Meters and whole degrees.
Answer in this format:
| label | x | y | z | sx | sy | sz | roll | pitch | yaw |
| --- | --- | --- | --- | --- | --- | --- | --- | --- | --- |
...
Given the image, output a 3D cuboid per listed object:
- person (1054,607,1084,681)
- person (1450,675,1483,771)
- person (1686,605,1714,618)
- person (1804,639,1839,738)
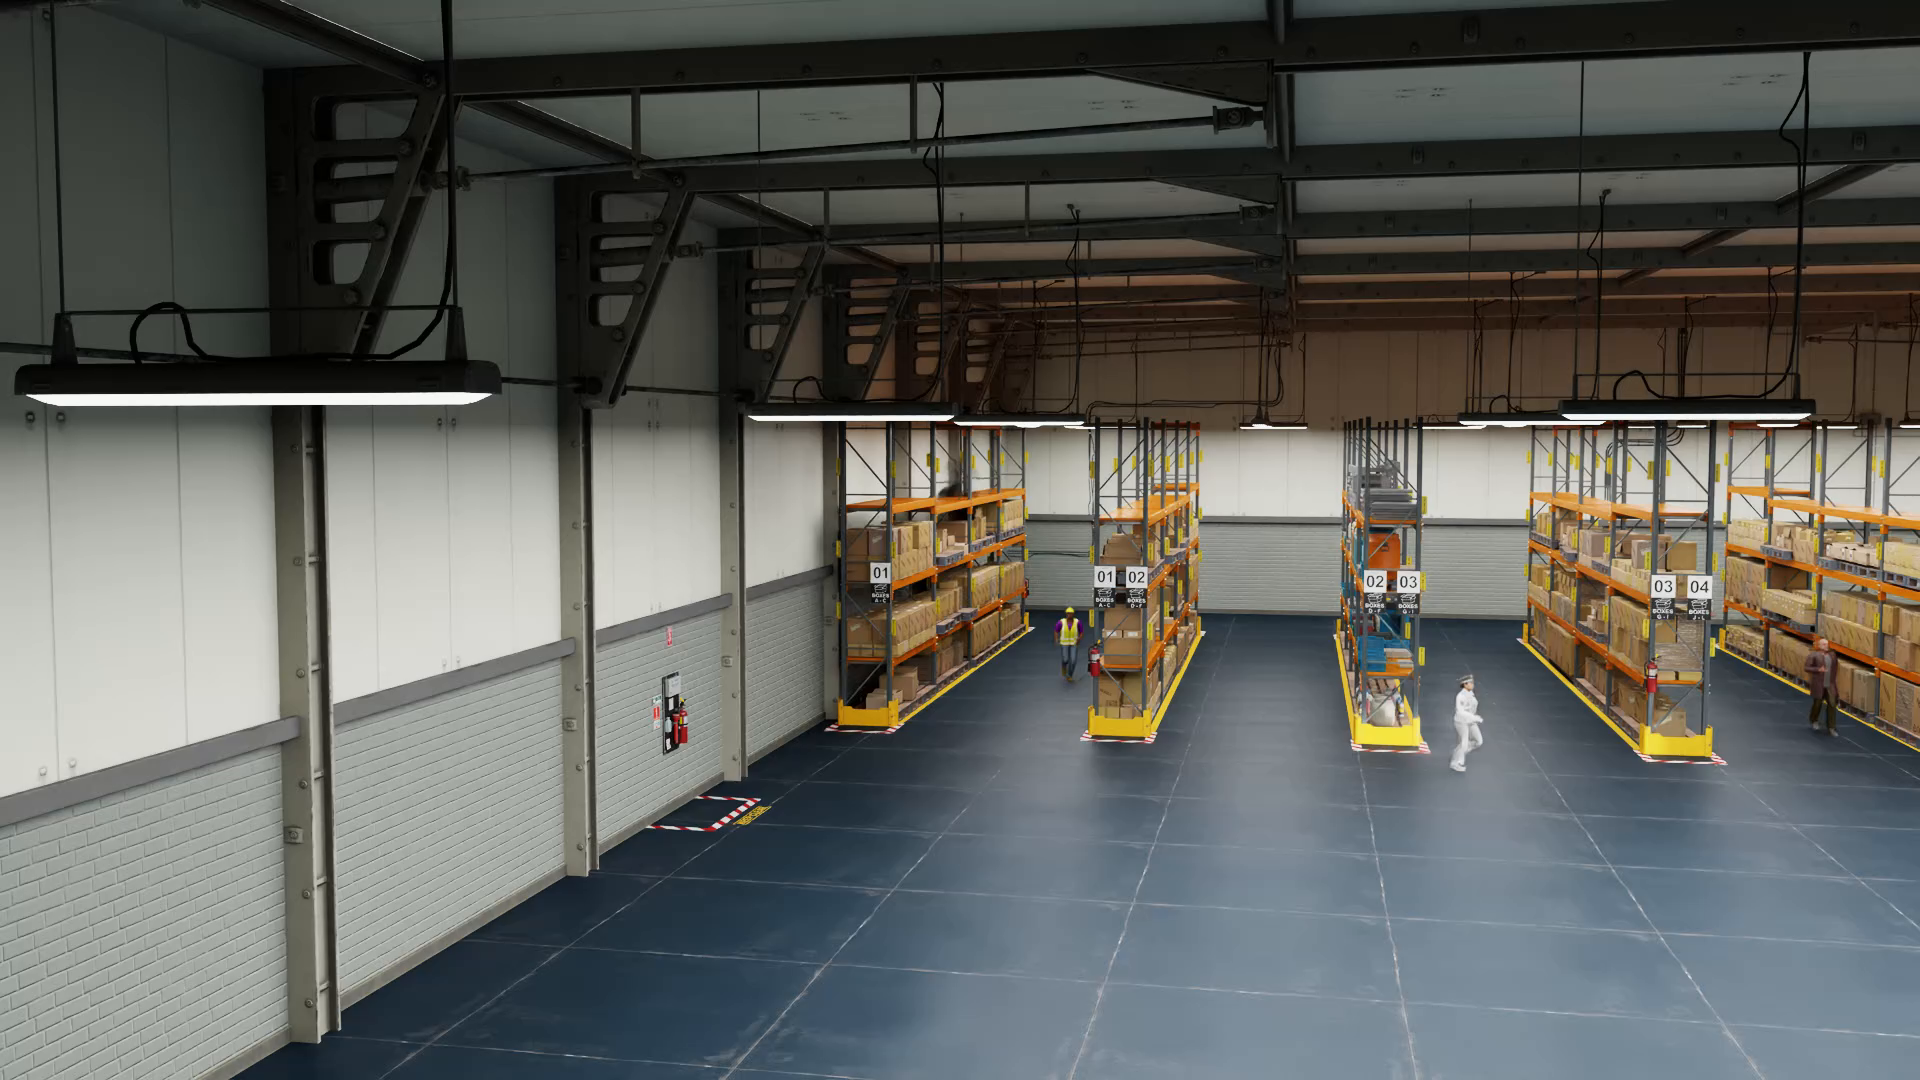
| label | x | y | z | sx | sy | sz | roll | pitch | yaw |
| --- | --- | --- | --- | --- | --- | --- | --- | --- | --- |
| person | 2.502 | 2.396 | 38.090 | 0.690 | 1.713 | 0.623 | 0 | 4 | 0 |
| person | 8.571 | 3.077 | 28.038 | 0.622 | 1.646 | 0.594 | 4 | 5 | 45 |
| person | 18.286 | 2.128 | 41.125 | 0.661 | 1.783 | 0.987 | 1 | 4 | 14 |
| person | 16.335 | 2.772 | 31.494 | 0.701 | 1.811 | 0.919 | 0 | 4 | 7 |
